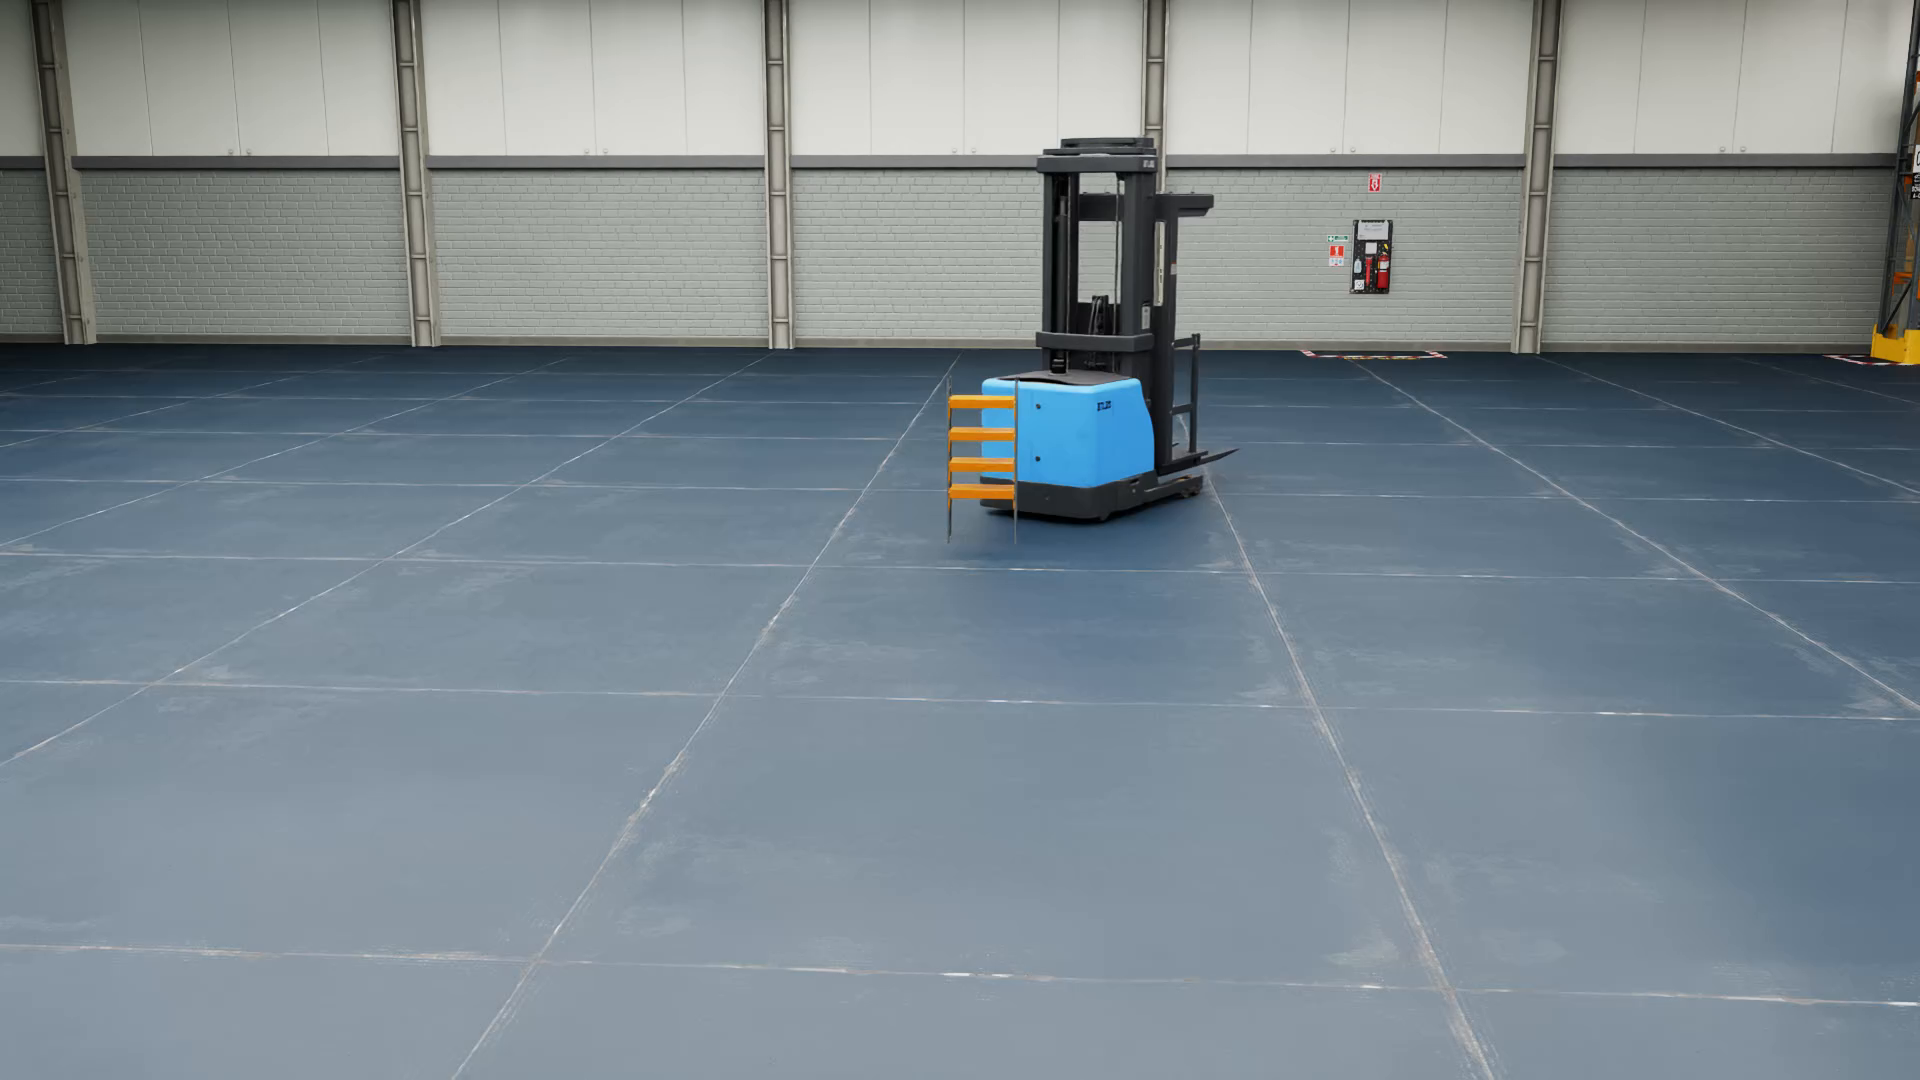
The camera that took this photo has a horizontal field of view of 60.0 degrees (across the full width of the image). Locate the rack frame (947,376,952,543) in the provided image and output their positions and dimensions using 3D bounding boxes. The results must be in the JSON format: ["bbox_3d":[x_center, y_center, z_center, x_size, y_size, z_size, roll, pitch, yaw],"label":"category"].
[{"bbox_3d":[-0.078,-0.588,12.150,0.015,1.200,0.240,1,12,4],"label":"rack frame"}]

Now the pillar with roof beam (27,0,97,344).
[{"bbox_3d":[-15.188,-6.857,23.071,0.400,9.000,9.100,1,12,4],"label":"pillar with roof beam"}]

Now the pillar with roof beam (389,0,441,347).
[{"bbox_3d":[-9.202,-6.775,22.679,0.400,9.000,9.100,1,12,4],"label":"pillar with roof beam"}]

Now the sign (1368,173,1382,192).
[{"bbox_3d":[6.581,-5.669,26.380,0.199,0.298,0.001,1,12,4],"label":"sign"}]

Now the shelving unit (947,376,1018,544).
[{"bbox_3d":[0.165,-0.585,12.134,0.503,1.200,0.258,1,12,4],"label":"shelving unit"}]

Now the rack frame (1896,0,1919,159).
[{"bbox_3d":[14.276,-7.159,24.515,0.127,3.000,1.000,1,12,4],"label":"rack frame"}]

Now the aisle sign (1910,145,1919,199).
[{"bbox_3d":[14.184,-5.435,24.574,0.004,0.787,0.394,1,12,4],"label":"aisle sign"}]

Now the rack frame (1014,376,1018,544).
[{"bbox_3d":[0.409,-0.582,12.118,0.015,1.200,0.240,1,12,4],"label":"rack frame"}]

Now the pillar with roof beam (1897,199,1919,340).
[{"bbox_3d":[14.745,-6.447,21.109,0.400,9.000,9.100,1,12,4],"label":"pillar with roof beam"}]

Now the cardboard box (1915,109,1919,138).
[{"bbox_3d":[14.724,-6.287,24.934,0.500,0.500,0.500,1,12,6],"label":"cardboard box"}]

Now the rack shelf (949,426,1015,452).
[{"bbox_3d":[0.165,-0.738,12.102,0.480,0.148,0.258,1,12,4],"label":"rack shelf"}]

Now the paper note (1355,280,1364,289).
[{"bbox_3d":[6.411,-4.099,26.688,0.142,0.148,0.016,1,12,4],"label":"paper note"}]

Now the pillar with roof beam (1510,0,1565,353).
[{"bbox_3d":[8.758,-6.529,21.502,0.400,9.000,9.100,1,12,4],"label":"pillar with roof beam"}]

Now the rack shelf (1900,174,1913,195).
[{"bbox_3d":[16.272,-5.311,24.764,4.000,0.370,1.077,1,12,4],"label":"rack shelf"}]

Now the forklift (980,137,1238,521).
[{"bbox_3d":[1.407,-1.834,13.878,1.130,2.935,3.031,8,14,34],"label":"forklift"}]

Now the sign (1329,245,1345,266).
[{"bbox_3d":[6.038,-4.560,26.652,0.234,0.329,0.001,1,12,4],"label":"sign"}]

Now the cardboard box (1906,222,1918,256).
[{"bbox_3d":[14.761,-4.563,25.242,0.500,0.500,0.500,1,12,3],"label":"cardboard box"}]

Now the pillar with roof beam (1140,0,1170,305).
[{"bbox_3d":[2.772,-6.611,21.894,0.400,9.000,9.100,1,12,4],"label":"pillar with roof beam"}]

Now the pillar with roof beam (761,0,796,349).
[{"bbox_3d":[-3.215,-6.693,22.286,0.400,9.000,9.100,1,12,4],"label":"pillar with roof beam"}]

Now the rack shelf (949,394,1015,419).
[{"bbox_3d":[0.165,-0.970,12.054,0.480,0.148,0.258,1,12,4],"label":"rack shelf"}]

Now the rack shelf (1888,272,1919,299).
[{"bbox_3d":[16.272,-3.843,25.072,4.000,0.370,1.077,1,12,4],"label":"rack shelf"}]

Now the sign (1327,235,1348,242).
[{"bbox_3d":[6.042,-4.817,26.589,0.331,0.109,0.001,1,12,4],"label":"sign"}]

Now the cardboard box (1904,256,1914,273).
[{"bbox_3d":[14.755,-4.192,25.301,0.500,0.250,0.500,1,12,5],"label":"cardboard box"}]

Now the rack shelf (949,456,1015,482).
[{"bbox_3d":[0.165,-0.519,12.148,0.480,0.148,0.258,1,12,4],"label":"rack shelf"}]

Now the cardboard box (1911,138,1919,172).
[{"bbox_3d":[14.709,-5.796,25.029,0.500,0.500,0.500,2,12,8],"label":"cardboard box"}]

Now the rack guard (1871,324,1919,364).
[{"bbox_3d":[14.352,-2.998,25.380,0.348,0.500,1.175,1,12,4],"label":"rack guard"}]

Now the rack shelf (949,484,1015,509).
[{"bbox_3d":[0.165,-0.325,12.189,0.480,0.148,0.258,1,12,4],"label":"rack shelf"}]

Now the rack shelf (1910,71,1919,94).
[{"bbox_3d":[16.272,-6.778,24.458,4.000,0.370,1.077,1,12,4],"label":"rack shelf"}]

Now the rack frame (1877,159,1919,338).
[{"bbox_3d":[14.276,-4.223,25.129,0.127,3.000,1.000,1,12,4],"label":"rack frame"}]

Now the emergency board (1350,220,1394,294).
[{"bbox_3d":[6.583,-4.514,26.519,0.643,1.169,0.194,1,12,4],"label":"emergency board"}]
